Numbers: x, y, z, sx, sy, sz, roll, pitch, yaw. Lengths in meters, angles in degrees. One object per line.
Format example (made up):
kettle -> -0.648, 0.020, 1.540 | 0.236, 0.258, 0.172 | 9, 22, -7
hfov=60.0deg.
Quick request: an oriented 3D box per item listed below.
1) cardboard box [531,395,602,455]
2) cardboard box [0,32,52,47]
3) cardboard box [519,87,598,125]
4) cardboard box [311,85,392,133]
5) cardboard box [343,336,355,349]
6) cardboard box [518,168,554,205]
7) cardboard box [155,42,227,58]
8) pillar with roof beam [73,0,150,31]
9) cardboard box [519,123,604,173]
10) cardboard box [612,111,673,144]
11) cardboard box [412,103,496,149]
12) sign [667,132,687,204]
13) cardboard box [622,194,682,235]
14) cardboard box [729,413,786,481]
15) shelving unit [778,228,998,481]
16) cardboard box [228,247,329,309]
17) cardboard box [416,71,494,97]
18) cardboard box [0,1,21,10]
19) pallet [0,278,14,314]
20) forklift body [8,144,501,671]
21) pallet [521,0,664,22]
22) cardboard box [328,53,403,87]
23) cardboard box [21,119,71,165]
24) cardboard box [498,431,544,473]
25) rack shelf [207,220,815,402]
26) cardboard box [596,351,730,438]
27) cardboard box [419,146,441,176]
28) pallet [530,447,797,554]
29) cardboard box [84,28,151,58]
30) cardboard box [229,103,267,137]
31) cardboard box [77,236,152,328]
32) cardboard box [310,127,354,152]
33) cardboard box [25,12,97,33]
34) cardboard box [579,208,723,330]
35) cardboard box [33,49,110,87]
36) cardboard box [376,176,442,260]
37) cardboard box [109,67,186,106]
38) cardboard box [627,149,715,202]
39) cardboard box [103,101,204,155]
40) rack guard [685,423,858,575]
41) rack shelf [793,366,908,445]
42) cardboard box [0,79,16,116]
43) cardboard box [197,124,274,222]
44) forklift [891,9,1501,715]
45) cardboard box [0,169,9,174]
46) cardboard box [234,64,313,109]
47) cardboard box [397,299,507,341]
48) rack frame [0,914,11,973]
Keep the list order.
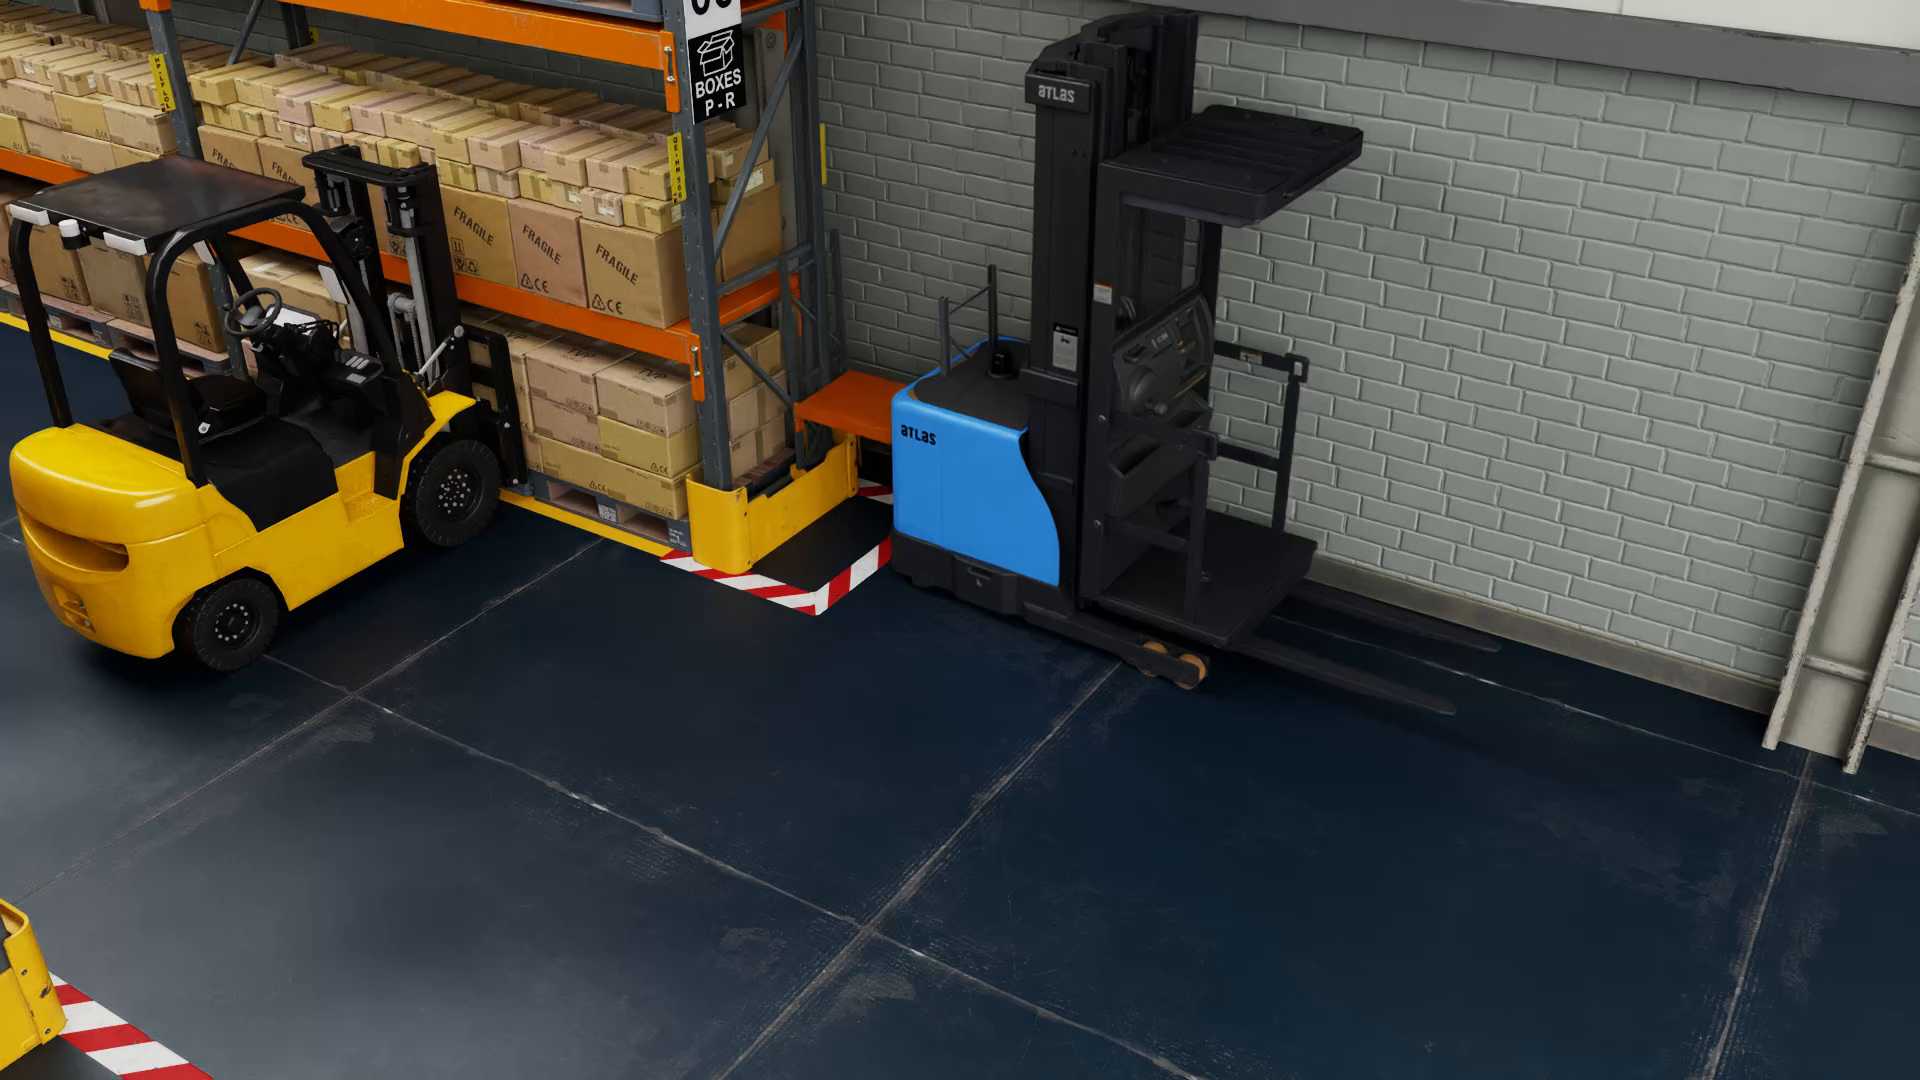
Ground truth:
cardboard box -> -2.044, -0.744, 9.365 | 0.500, 0.250, 0.500 | 17, 34, 27
cardboard box -> -6.339, -3.284, 11.160 | 0.250, 0.149, 0.380 | 18, 35, 27
cardboard box -> -2.261, -2.426, 9.393 | 0.250, 0.149, 0.380 | 17, 34, 26
cardboard box -> -3.434, -2.443, 9.423 | 0.250, 0.149, 0.380 | 17, 34, 27
cardboard box -> -3.342, -1.145, 10.051 | 0.500, 0.250, 0.500 | 17, 34, 27
cardboard box -> -2.113, -1.918, 8.818 | 0.250, 0.149, 0.380 | 17, 34, 27
cardboard box -> -5.029, -3.141, 10.914 | 0.250, 0.149, 0.380 | 17, 35, 27
pillar with roof beam -> -8.528, -4.331, 7.744 | 0.400, 9.000, 9.100 | 18, 35, 27
cardboard box -> -2.095, -2.066, 8.777 | 0.250, 0.149, 0.380 | 18, 35, 28
cardboard box -> -1.652, -2.181, 8.973 | 0.250, 0.149, 0.380 | 18, 35, 28
cardboard box -> -2.764, -2.265, 9.117 | 0.250, 0.149, 0.380 | 18, 35, 28
sign -> -1.347, -1.773, 7.929 | 0.005, 0.325, 0.100 | 18, 35, 27
cardboard box -> -1.489, -1.695, 8.436 | 0.250, 0.149, 0.380 | 18, 35, 28
cardboard box -> -1.359, -0.607, 9.626 | 0.500, 0.250, 0.500 | 18, 35, 28
shelving unit -> -0.373, -0.820, 9.085 | 1.083, 1.500, 0.587 | 18, 37, 28
cardboard box -> -4.192, -1.632, 10.391 | 0.500, 0.250, 0.500 | 17, 34, 27
cardboard box -> -2.936, -2.609, 9.707 | 0.250, 0.149, 0.380 | 17, 34, 27
cardboard box -> -6.971, -3.747, 11.952 | 0.250, 0.149, 0.380 | 18, 35, 27
pallet -> -7.146, -2.100, 12.640 | 1.213, 0.211, 1.003 | 18, 35, 27
forklift body -> -3.623, -0.761, 8.421 | 1.214, 2.155, 2.313 | 18, 35, 27
pallet -> -1.632, -2.857, 8.281 | 1.213, 0.211, 1.003 | 18, 35, 27
cardboard box -> -3.582, -2.815, 10.061 | 0.250, 0.149, 0.380 | 17, 34, 27
cardboard box -> -5.834, -2.707, 11.062 | 0.500, 0.250, 0.500 | 18, 35, 28
cardboard box -> -2.448, -0.658, 9.714 | 0.500, 0.250, 0.500 | 18, 35, 28
rack shelf -> -2.741, -1.624, 9.770 | 4.000, 0.370, 1.077 | 18, 35, 27
cardboard box -> -1.603, -0.814, 8.989 | 0.500, 0.250, 0.500 | 19, 35, 29
cardboard box -> -2.752, -2.134, 9.188 | 0.250, 0.149, 0.380 | 17, 34, 27
pallet -> -1.717, -0.381, 9.694 | 1.213, 0.211, 1.003 | 18, 35, 27
cardboard box -> -5.670, -3.343, 11.261 | 0.250, 0.149, 0.380 | 17, 34, 27
cardboard box -> -4.084, -2.527, 9.862 | 0.250, 0.149, 0.380 | 18, 35, 28
cardboard box -> -5.536, -1.972, 11.593 | 0.625, 0.625, 0.875 | 17, 34, 27
cardboard box -> -3.458, -2.301, 9.474 | 0.250, 0.149, 0.380 | 17, 34, 27
cardboard box -> -6.291, -3.576, 11.660 | 0.250, 0.149, 0.380 | 17, 34, 27
cardboard box -> -1.603, -1.462, 8.679 | 0.500, 0.500, 0.500 | 17, 34, 26
cardboard box -> -5.731, -3.050, 10.759 | 0.250, 0.149, 0.380 | 17, 34, 26
cardboard box -> -2.903, -1.872, 9.382 | 0.500, 0.500, 0.500 | 18, 35, 28
cardboard box -> -5.070, -2.852, 10.418 | 0.250, 0.149, 0.380 | 17, 34, 27
cardboard box -> -1.462, -1.856, 8.417 | 0.250, 0.149, 0.380 | 18, 35, 27
cardboard box -> -4.986, -2.644, 10.458 | 0.500, 0.250, 0.500 | 17, 34, 26
rack guard -> -1.026, -0.312, 9.289 | 0.348, 0.500, 1.175 | 18, 35, 27
rack shelf -> -0.360, -0.666, 9.177 | 1.000, 0.185, 0.538 | 18, 37, 28
cardboard box -> -6.273, -3.061, 11.173 | 0.500, 0.250, 0.500 | 18, 35, 28
cardboard box -> -4.198, -2.283, 10.087 | 0.500, 0.500, 0.500 | 17, 34, 26
forklift -> 1.143, -0.853, 7.804 | 3.031, 2.935, 1.130 | 19, 35, 29
cardboard box -> -7.302, -2.524, 12.540 | 0.625, 0.625, 0.875 | 19, 35, 29
cardboard box -> -4.043, -2.686, 9.839 | 0.250, 0.149, 0.380 | 18, 35, 28
cardboard box -> -2.896, -1.219, 9.682 | 0.500, 0.250, 0.500 | 17, 34, 26
rack frame -> -3.682, 0.721, 5.038 | 0.127, 3.000, 1.000 | 18, 35, 27
